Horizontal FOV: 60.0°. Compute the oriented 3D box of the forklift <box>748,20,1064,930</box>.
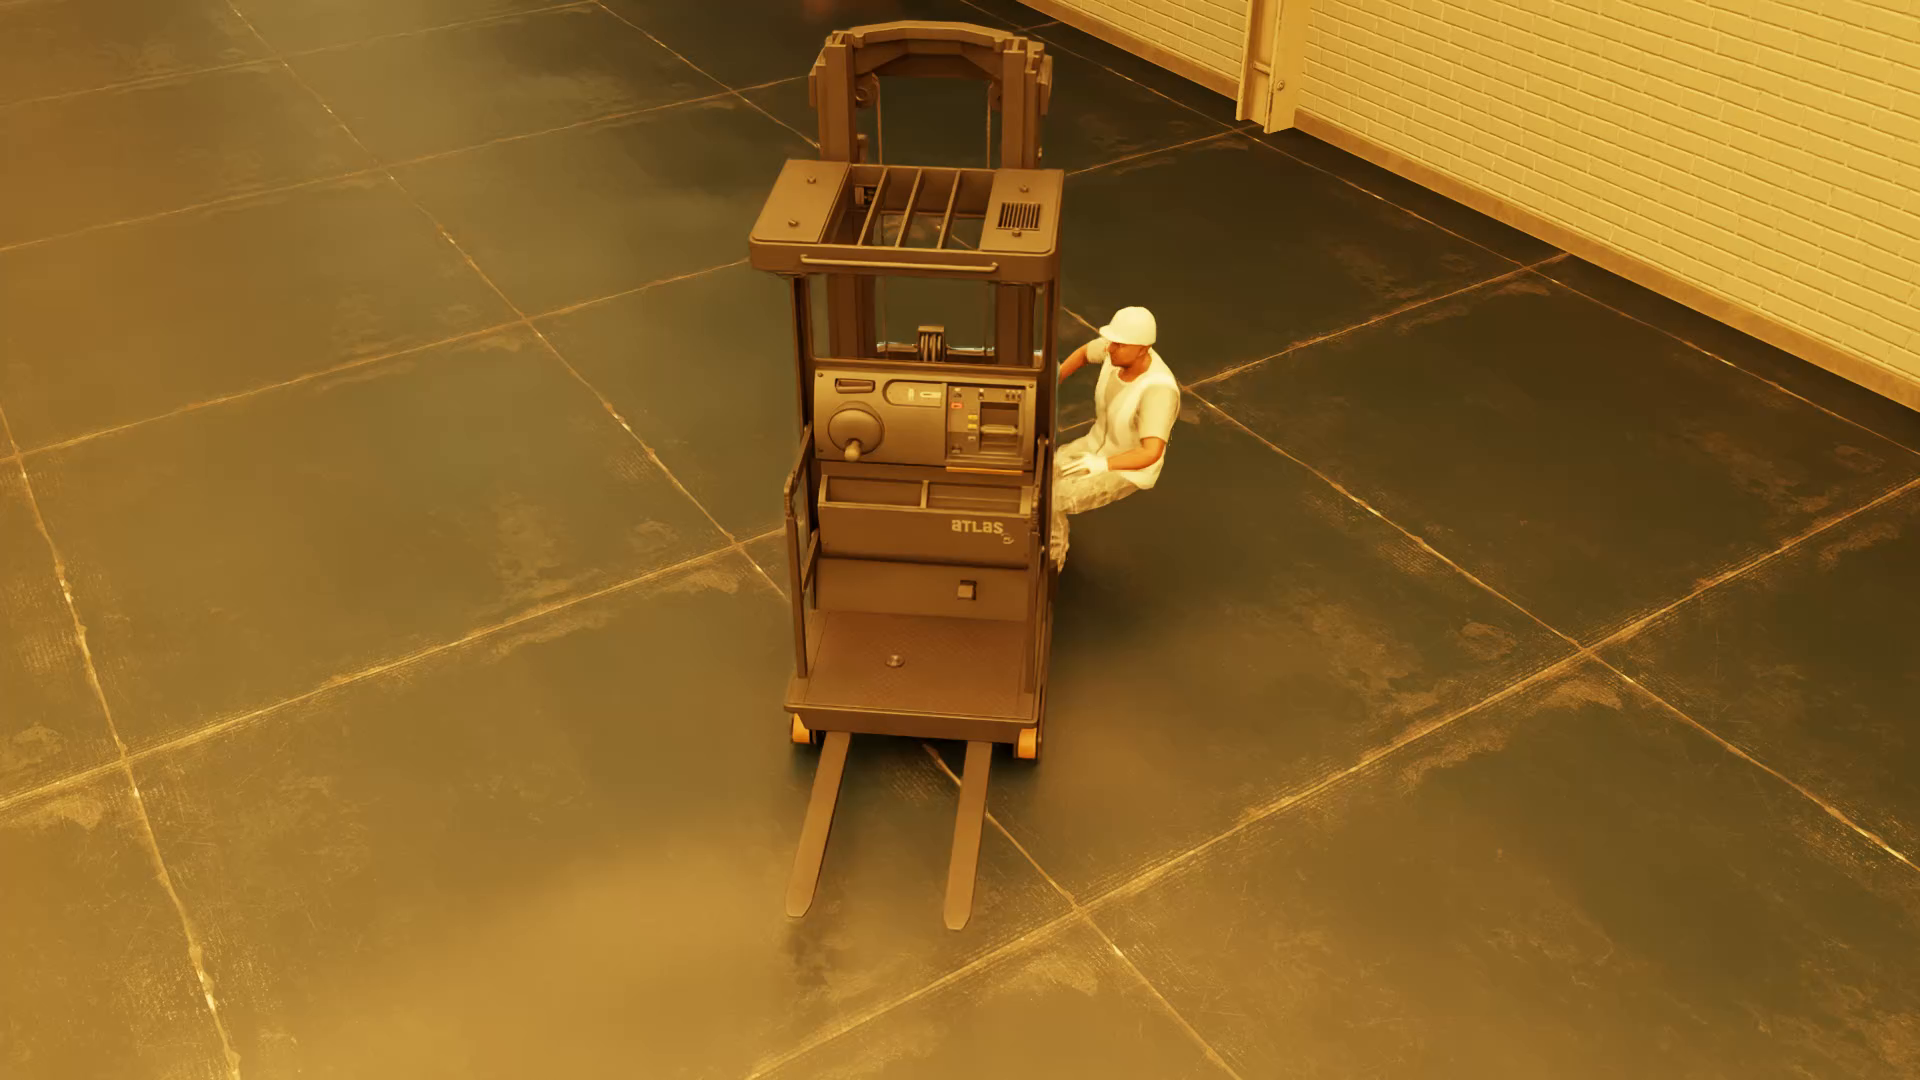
[{"bbox_3d":[-0.167,-0.442,6.777,1.130,2.935,3.031,3,35,5],"label":"forklift"}]

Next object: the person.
[{"bbox_3d":[0.569,-0.391,7.933,0.882,1.540,0.923,-18,39,-24],"label":"person"}]
